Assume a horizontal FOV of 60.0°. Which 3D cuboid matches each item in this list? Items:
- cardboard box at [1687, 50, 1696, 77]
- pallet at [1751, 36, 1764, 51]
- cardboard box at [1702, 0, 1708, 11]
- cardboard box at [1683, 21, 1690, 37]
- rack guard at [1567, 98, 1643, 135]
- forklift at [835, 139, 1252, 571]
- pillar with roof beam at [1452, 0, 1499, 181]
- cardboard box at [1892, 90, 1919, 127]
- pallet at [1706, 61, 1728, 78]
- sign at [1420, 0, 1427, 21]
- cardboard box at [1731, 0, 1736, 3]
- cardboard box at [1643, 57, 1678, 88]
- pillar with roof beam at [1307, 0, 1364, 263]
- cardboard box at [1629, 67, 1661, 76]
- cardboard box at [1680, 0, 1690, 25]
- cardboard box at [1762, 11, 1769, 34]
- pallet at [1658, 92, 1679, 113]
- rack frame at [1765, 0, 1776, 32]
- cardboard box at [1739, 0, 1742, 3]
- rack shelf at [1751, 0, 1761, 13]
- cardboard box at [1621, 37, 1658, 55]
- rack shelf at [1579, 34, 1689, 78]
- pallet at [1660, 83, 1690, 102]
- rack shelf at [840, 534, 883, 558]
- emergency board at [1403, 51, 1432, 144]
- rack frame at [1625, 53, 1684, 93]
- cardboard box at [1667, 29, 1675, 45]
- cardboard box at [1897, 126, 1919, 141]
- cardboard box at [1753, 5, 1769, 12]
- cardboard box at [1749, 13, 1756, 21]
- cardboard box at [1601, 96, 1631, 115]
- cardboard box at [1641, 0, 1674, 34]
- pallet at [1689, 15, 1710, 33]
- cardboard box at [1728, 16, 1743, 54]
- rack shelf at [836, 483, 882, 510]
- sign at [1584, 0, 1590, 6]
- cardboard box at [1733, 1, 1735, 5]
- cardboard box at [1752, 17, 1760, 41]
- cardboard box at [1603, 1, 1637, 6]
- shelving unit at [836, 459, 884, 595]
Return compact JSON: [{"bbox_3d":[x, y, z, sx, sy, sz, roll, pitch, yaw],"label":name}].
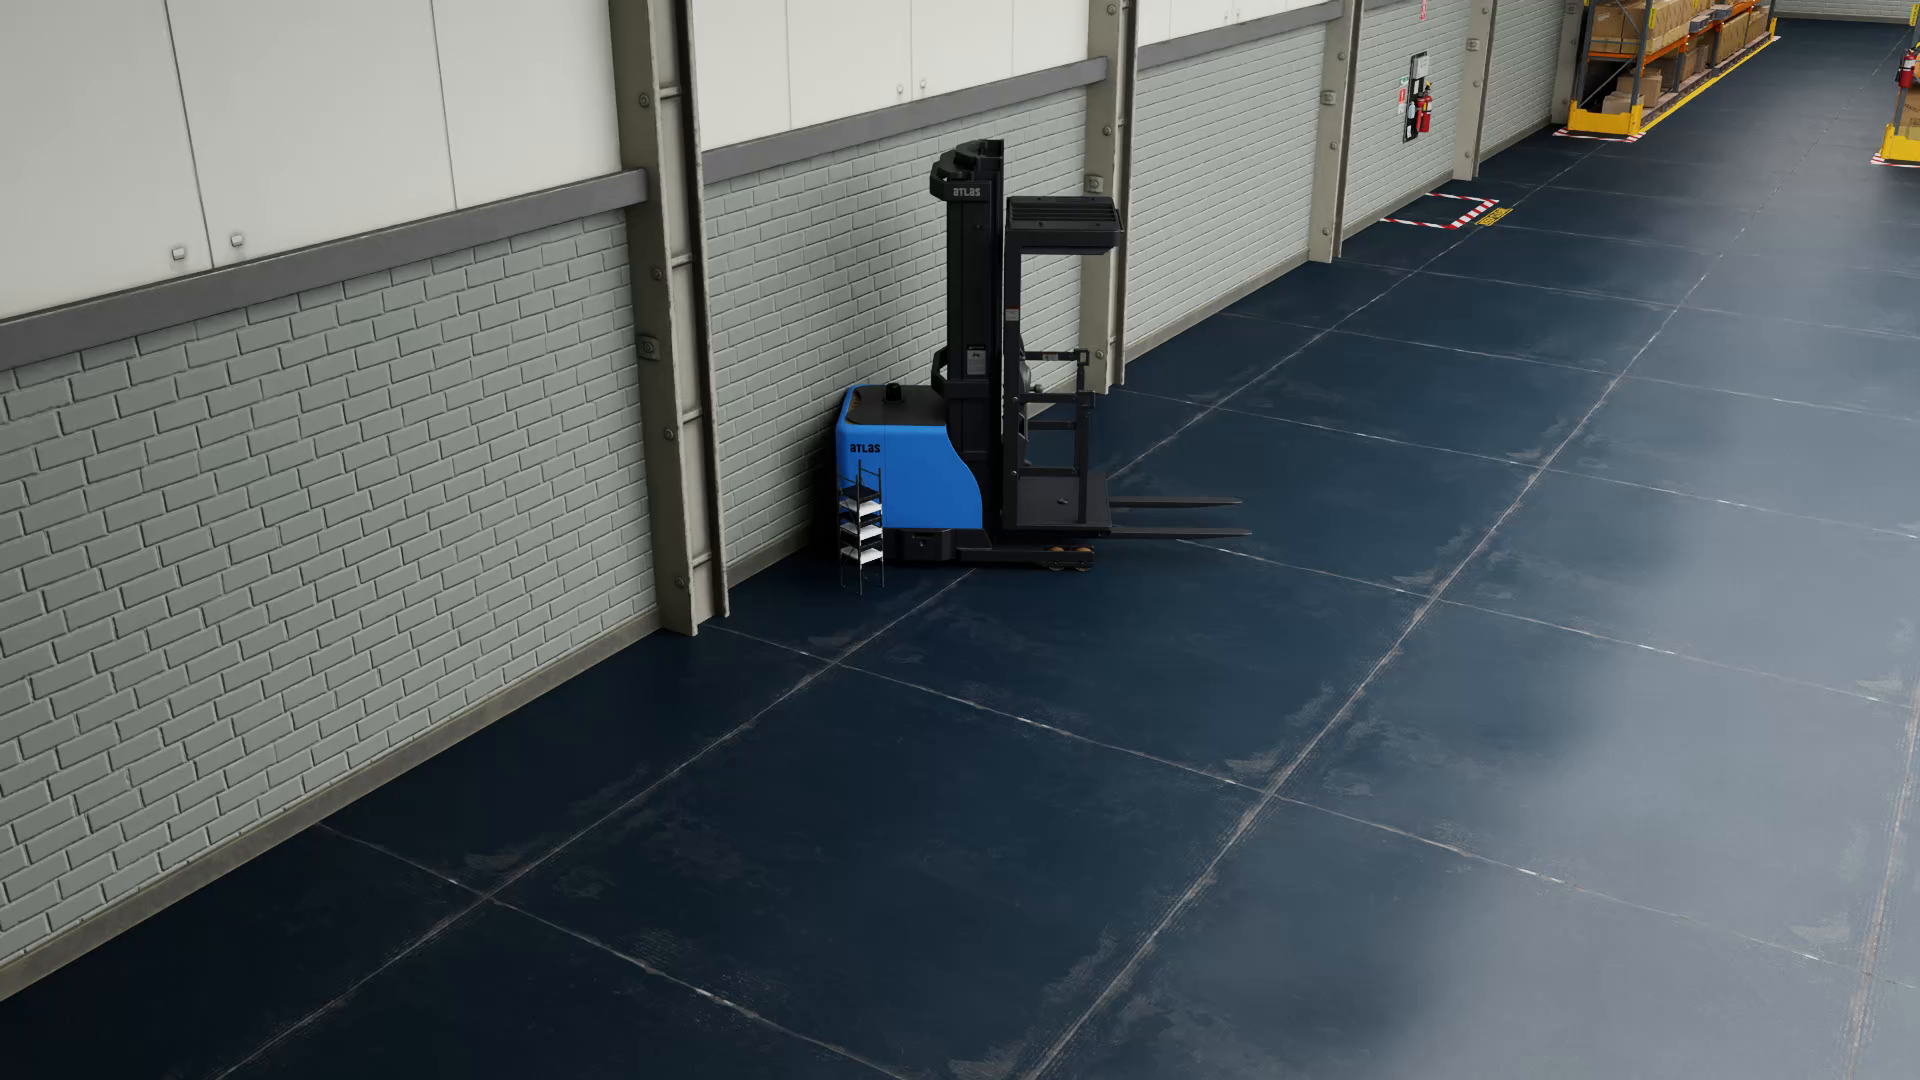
[{"bbox_3d":[14.490,-9.692,33.791,0.700,0.500,0.500,14,27,29],"label":"cardboard box"},{"bbox_3d":[18.655,-11.938,39.897,1.003,0.211,1.213,14,27,29],"label":"pallet"},{"bbox_3d":[14.557,-10.876,33.254,0.700,0.500,0.500,14,27,29],"label":"cardboard box"},{"bbox_3d":[13.332,-9.581,31.106,0.500,0.250,0.500,14,27,29],"label":"cardboard box"},{"bbox_3d":[11.254,-7.393,29.033,1.175,0.500,0.348,14,27,29],"label":"rack guard"},{"bbox_3d":[0.630,-1.337,11.984,3.031,2.935,1.130,1,23,2],"label":"forklift"},{"bbox_3d":[11.341,-8.758,21.488,9.100,9.000,0.400,14,27,29],"label":"pillar with roof beam"},{"bbox_3d":[15.455,-6.996,26.958,0.500,0.500,0.500,14,27,29],"label":"cardboard box"},{"bbox_3d":[15.914,-10.185,35.847,1.003,0.211,1.213,14,27,29],"label":"pallet"},{"bbox_3d":[6.259,-7.162,22.437,0.001,0.298,0.199,14,27,29],"label":"sign"},{"bbox_3d":[16.192,-11.691,35.290,0.500,0.500,0.500,15,28,31],"label":"cardboard box"},{"bbox_3d":[13.699,-9.171,32.587,0.700,0.500,0.500,15,28,31],"label":"cardboard box"},{"bbox_3d":[8.176,-6.732,16.810,9.100,9.000,0.400,14,27,29],"label":"pillar with roof beam"},{"bbox_3d":[12.811,-8.560,31.177,0.500,0.500,0.500,12,26,25],"label":"cardboard box"},{"bbox_3d":[13.079,-9.755,30.563,0.500,0.500,0.500,14,27,29],"label":"cardboard box"},{"bbox_3d":[19.370,-12.703,40.771,0.700,0.500,0.500,14,27,29],"label":"cardboard box"},{"bbox_3d":[13.000,-8.350,31.609,1.003,0.211,1.213,14,27,29],"label":"pallet"},{"bbox_3d":[19.654,-13.914,40.952,1.000,3.000,0.127,14,27,29],"label":"rack frame"},{"bbox_3d":[17.044,-11.947,36.697,0.380,0.149,0.250,14,27,29],"label":"cardboard box"},{"bbox_3d":[18.599,-12.909,39.535,1.077,0.370,4.000,14,27,29],"label":"rack shelf"},{"bbox_3d":[11.742,-8.553,28.730,0.500,0.250,0.500,13,27,27],"label":"cardboard box"},{"bbox_3d":[12.269,-8.859,30.180,1.077,0.370,4.000,14,27,29],"label":"rack shelf"},{"bbox_3d":[13.734,-8.848,32.758,1.003,0.211,1.213,14,27,29],"label":"pallet"},{"bbox_3d":[-0.702,0.025,11.706,0.200,0.077,0.258,-20,30,-38],"label":"rack shelf"},{"bbox_3d":[6.348,-6.081,22.856,0.194,1.169,0.643,14,27,29],"label":"emergency board"},{"bbox_3d":[13.324,-9.864,31.596,1.000,3.000,0.127,14,27,29],"label":"rack frame"},{"bbox_3d":[12.546,-9.072,29.929,0.500,0.250,0.500,14,27,29],"label":"cardboard box"},{"bbox_3d":[15.457,-6.651,27.106,0.500,0.250,0.500,14,27,29],"label":"cardboard box"},{"bbox_3d":[19.457,-12.919,40.453,0.380,0.149,0.250,14,27,28],"label":"cardboard box"},{"bbox_3d":[18.362,-12.216,38.829,0.380,0.149,0.250,15,28,31],"label":"cardboard box"},{"bbox_3d":[11.656,-7.697,29.420,0.500,0.311,0.500,11,26,23],"label":"cardboard box"},{"bbox_3d":[12.269,-9.235,29.361,0.500,0.500,0.500,13,27,27],"label":"cardboard box"},{"bbox_3d":[13.851,-10.004,32.159,1.003,0.211,1.213,14,27,29],"label":"pallet"},{"bbox_3d":[16.846,-11.223,36.913,0.750,0.750,0.750,15,27,31],"label":"cardboard box"},{"bbox_3d":[-0.702,-0.306,11.563,0.200,0.077,0.258,-20,30,-38],"label":"rack shelf"},{"bbox_3d":[10.753,-9.314,28.469,0.100,0.325,0.005,14,27,29],"label":"sign"},{"bbox_3d":[16.605,-11.691,36.106,0.380,0.149,0.250,14,27,29],"label":"cardboard box"},{"bbox_3d":[18.566,-12.182,39.569,0.700,0.500,0.500,15,27,30],"label":"cardboard box"},{"bbox_3d":[11.556,-9.170,29.212,0.500,0.500,0.500,14,27,30],"label":"cardboard box"},{"bbox_3d":[-0.702,-0.088,11.657,0.210,0.900,0.258,-20,30,-38],"label":"shelving unit"}]
